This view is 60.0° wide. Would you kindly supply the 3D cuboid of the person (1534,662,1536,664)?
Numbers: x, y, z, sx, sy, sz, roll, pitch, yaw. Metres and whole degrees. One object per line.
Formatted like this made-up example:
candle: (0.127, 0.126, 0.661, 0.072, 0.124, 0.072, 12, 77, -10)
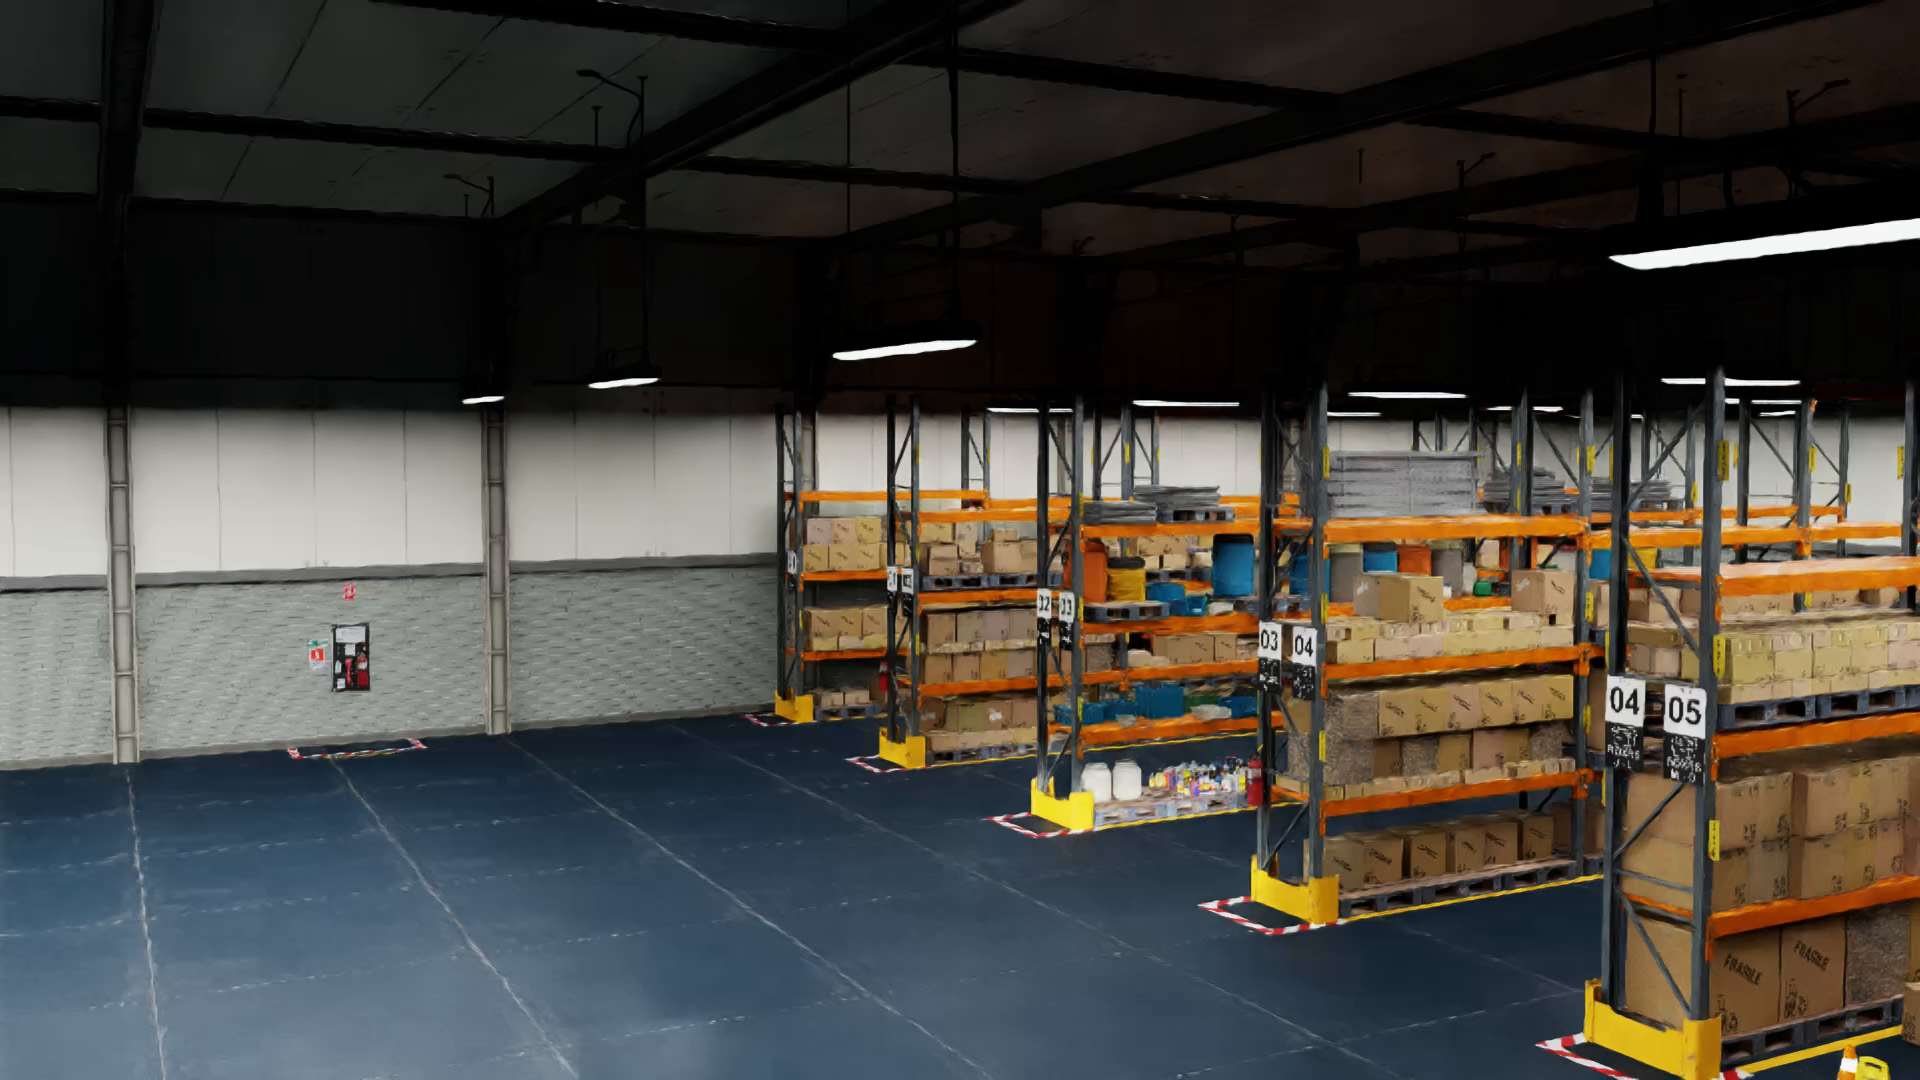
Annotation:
person: (13.174, 2.079, 39.219, 0.737, 1.711, 0.566, 1, 3, 11)
